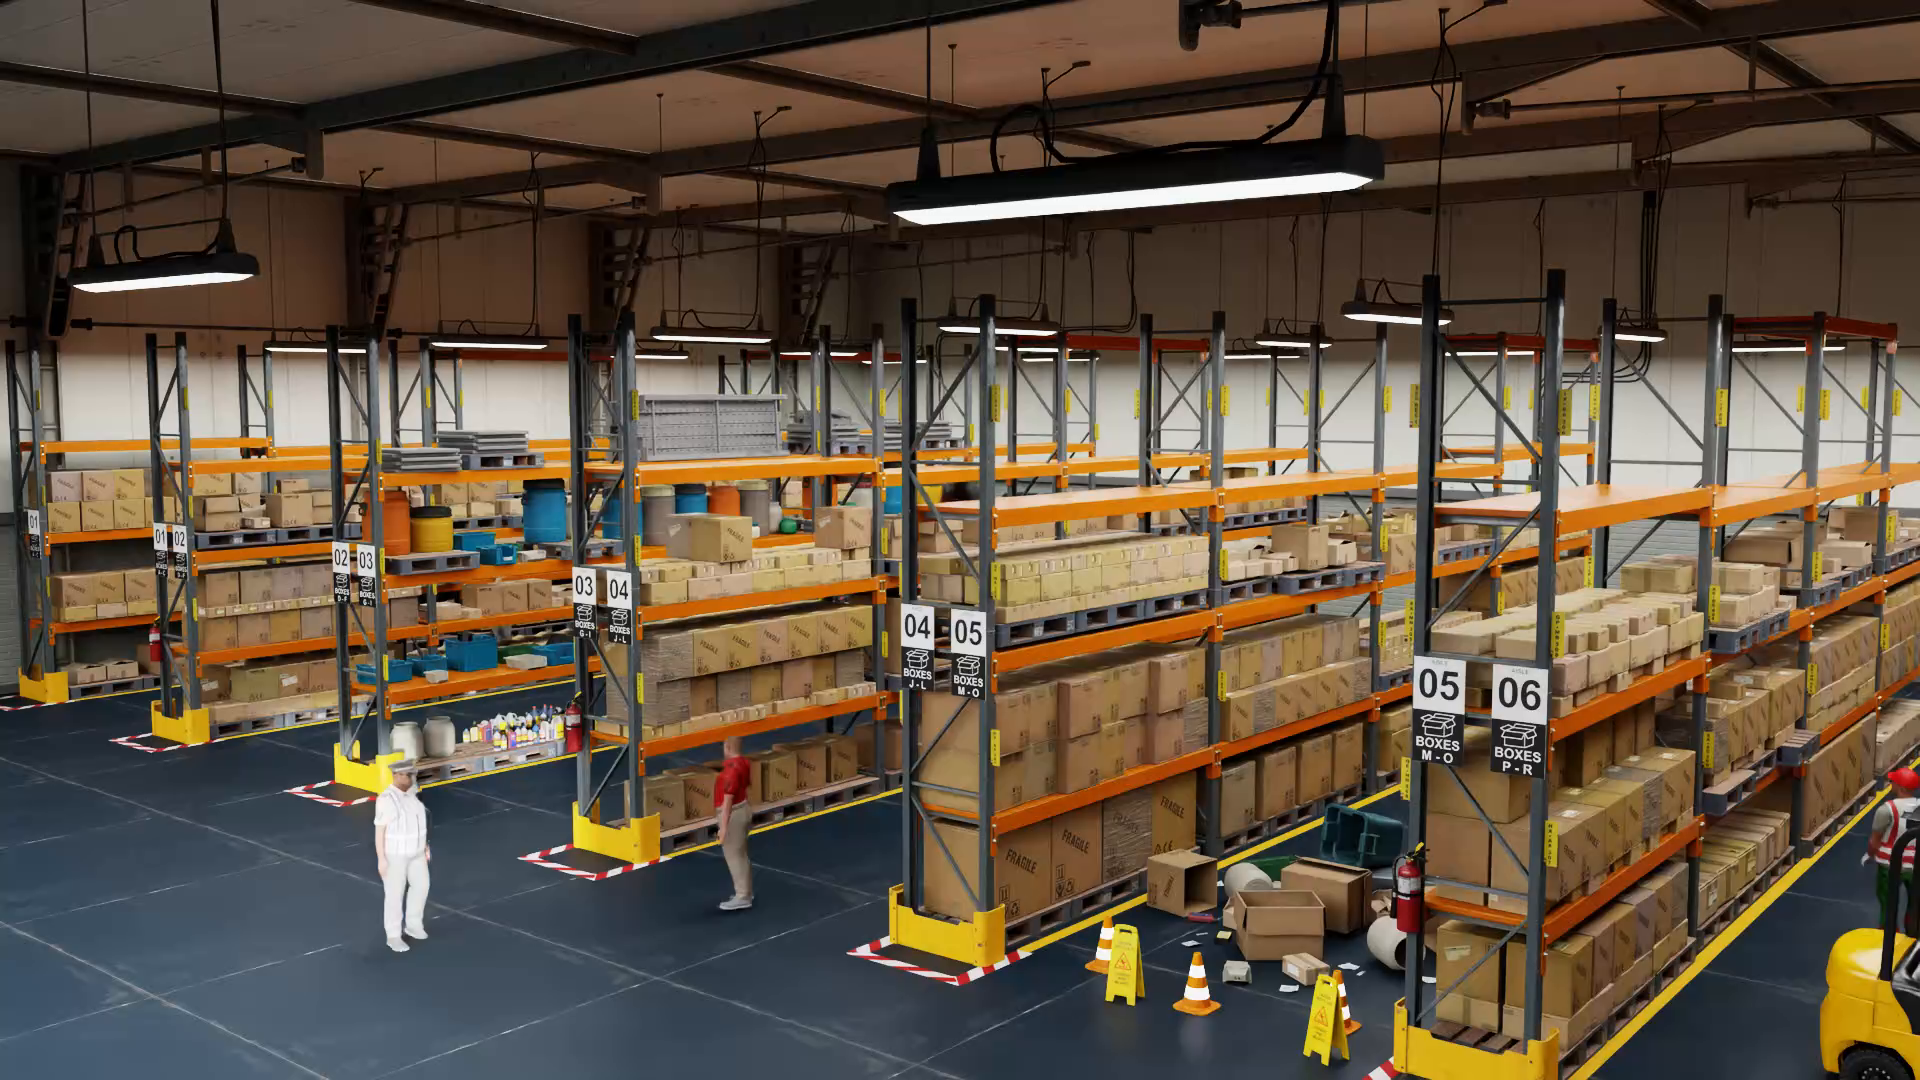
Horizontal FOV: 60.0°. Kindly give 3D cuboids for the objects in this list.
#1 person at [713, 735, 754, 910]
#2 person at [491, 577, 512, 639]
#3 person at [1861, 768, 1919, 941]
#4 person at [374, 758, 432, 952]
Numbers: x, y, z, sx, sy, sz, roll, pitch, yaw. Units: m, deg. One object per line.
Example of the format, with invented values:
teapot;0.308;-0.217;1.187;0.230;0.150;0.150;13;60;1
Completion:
person;-2.265;2.823;16.622;0.413;1.768;0.674;1;5;7
person;-8.794;1.482;31.766;0.493;1.670;0.362;0;5;-5
person;8.415;2.915;14.899;0.620;1.793;0.536;3;6;33
person;-5.206;2.941;15.510;0.401;1.852;0.640;2;6;23
